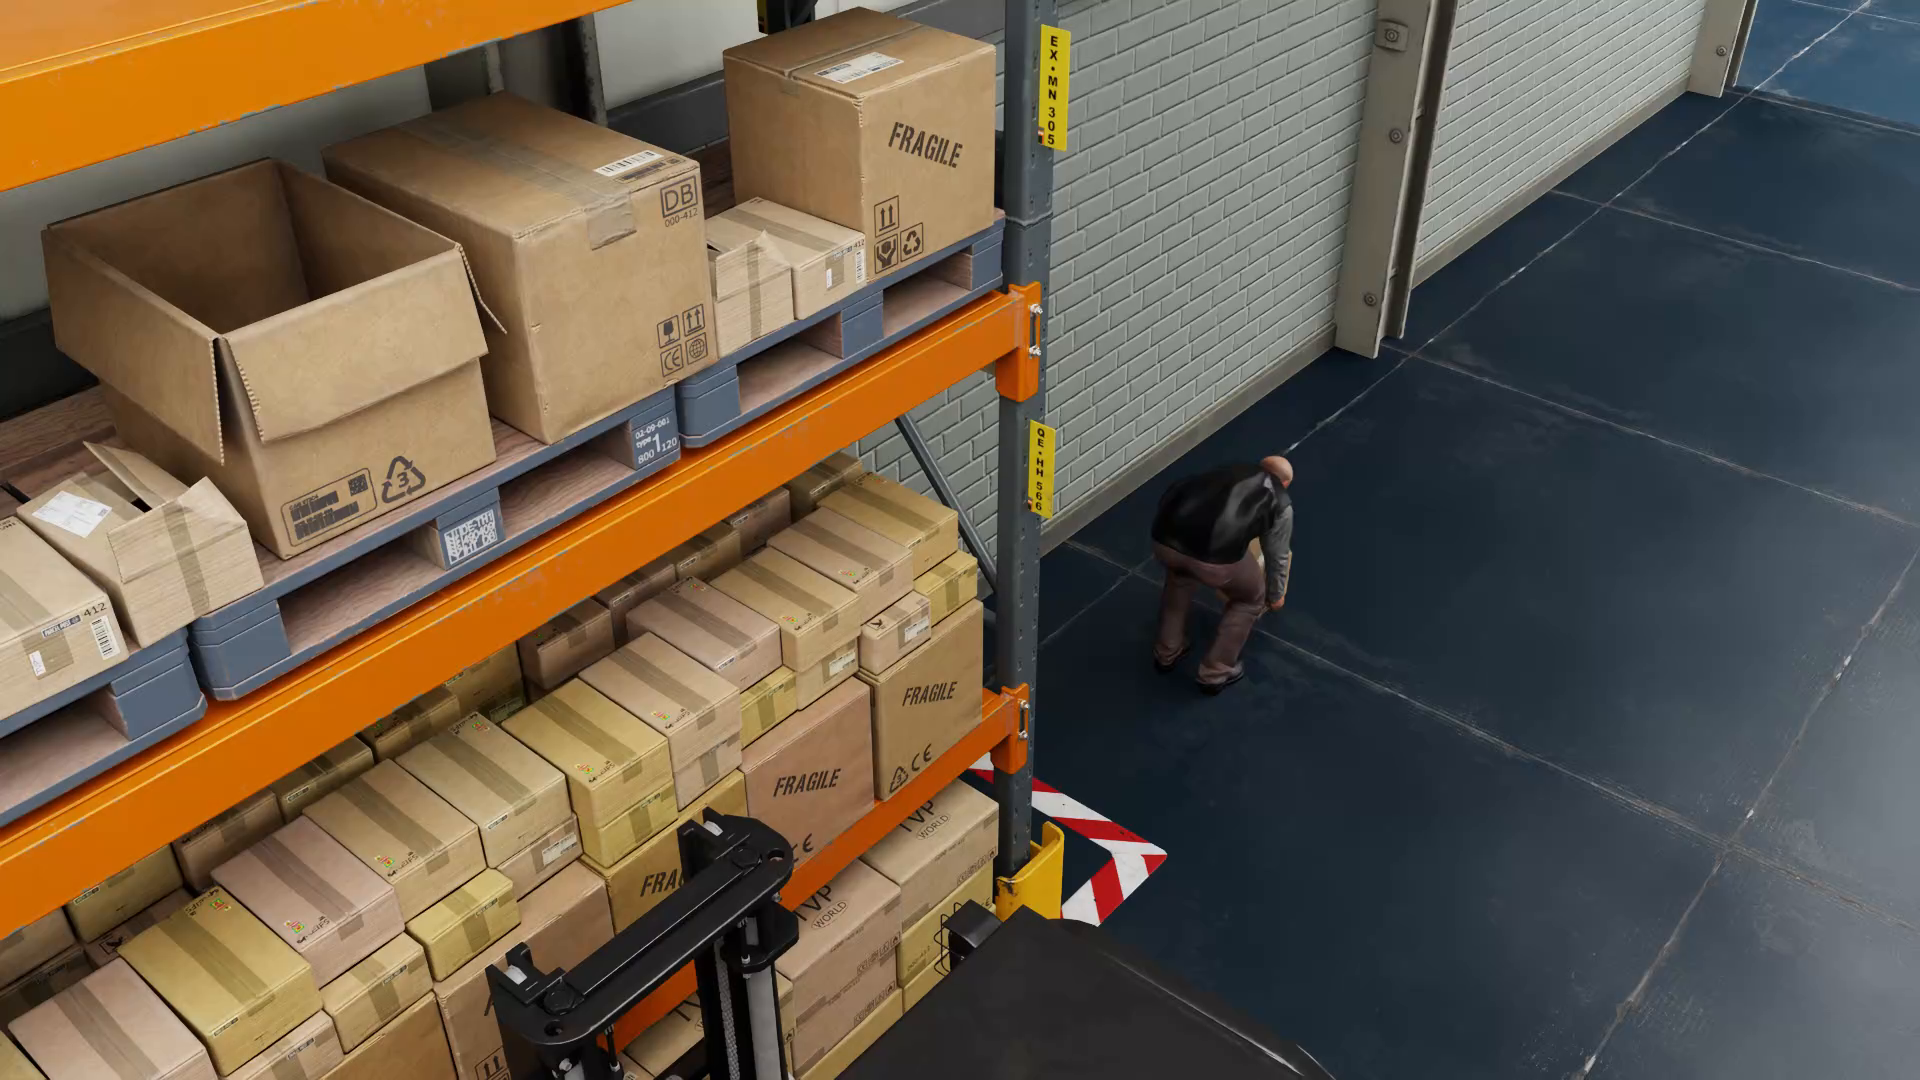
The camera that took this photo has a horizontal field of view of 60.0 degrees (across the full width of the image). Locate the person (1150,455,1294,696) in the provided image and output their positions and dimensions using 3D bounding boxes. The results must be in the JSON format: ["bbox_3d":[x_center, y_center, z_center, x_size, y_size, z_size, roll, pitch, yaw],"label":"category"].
[{"bbox_3d":[1.229,0.084,7.631,0.492,1.053,0.955,23,41,30],"label":"person"}]
